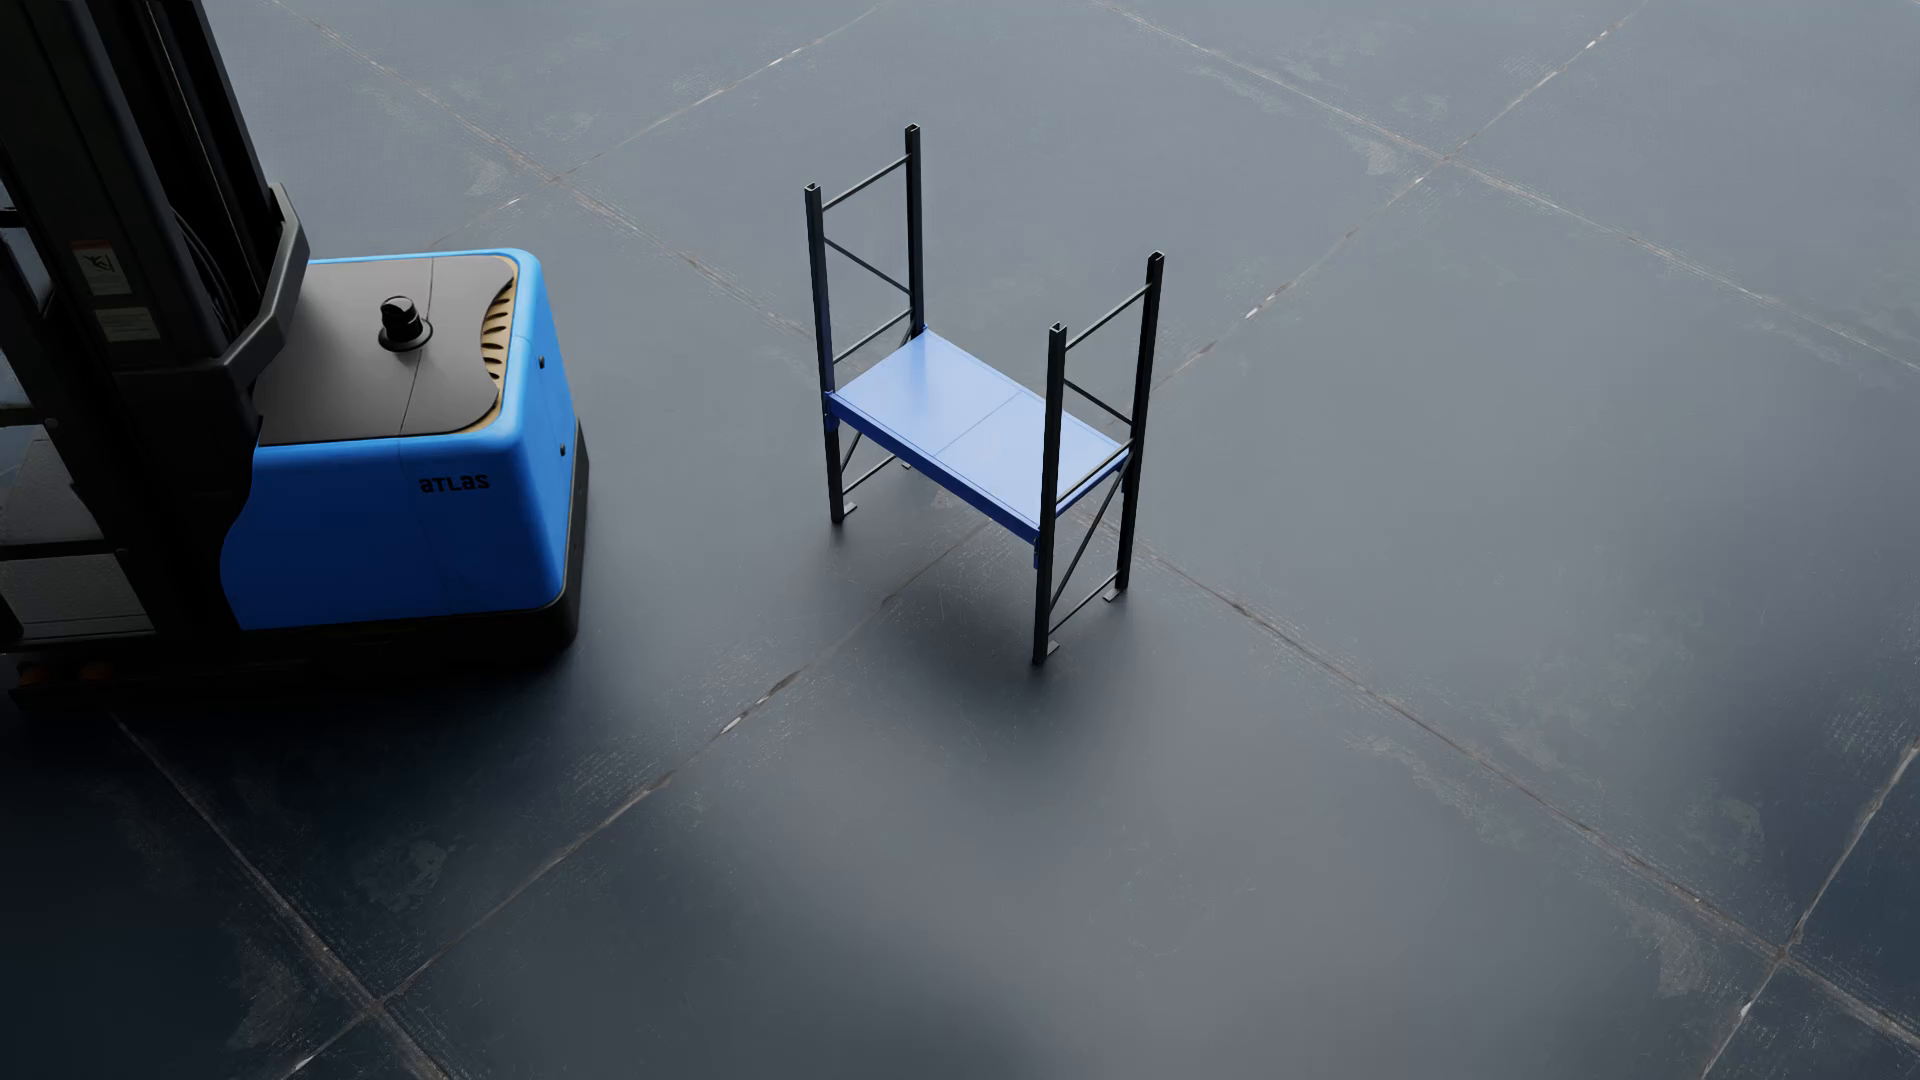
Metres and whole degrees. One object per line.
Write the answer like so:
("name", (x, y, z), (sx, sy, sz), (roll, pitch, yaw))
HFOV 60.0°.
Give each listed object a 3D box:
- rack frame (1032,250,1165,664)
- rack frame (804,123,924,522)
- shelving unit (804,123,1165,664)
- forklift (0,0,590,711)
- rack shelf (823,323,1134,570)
("rack frame", (0.436, -0.220, 5.428), (0.032, 1.500, 0.500), (34, 55, 28))
("rack frame", (-0.311, -0.723, 5.900), (0.032, 1.500, 0.500), (34, 55, 28))
("shelving unit", (0.063, -0.471, 5.664), (1.048, 1.500, 0.538), (34, 55, 28))
("forklift", (-2.895, -0.825, 5.014), (3.031, 2.935, 1.130), (-4, 47, -4))
("rack shelf", (0.063, -0.348, 5.795), (1.000, 0.185, 0.538), (34, 55, 28))
